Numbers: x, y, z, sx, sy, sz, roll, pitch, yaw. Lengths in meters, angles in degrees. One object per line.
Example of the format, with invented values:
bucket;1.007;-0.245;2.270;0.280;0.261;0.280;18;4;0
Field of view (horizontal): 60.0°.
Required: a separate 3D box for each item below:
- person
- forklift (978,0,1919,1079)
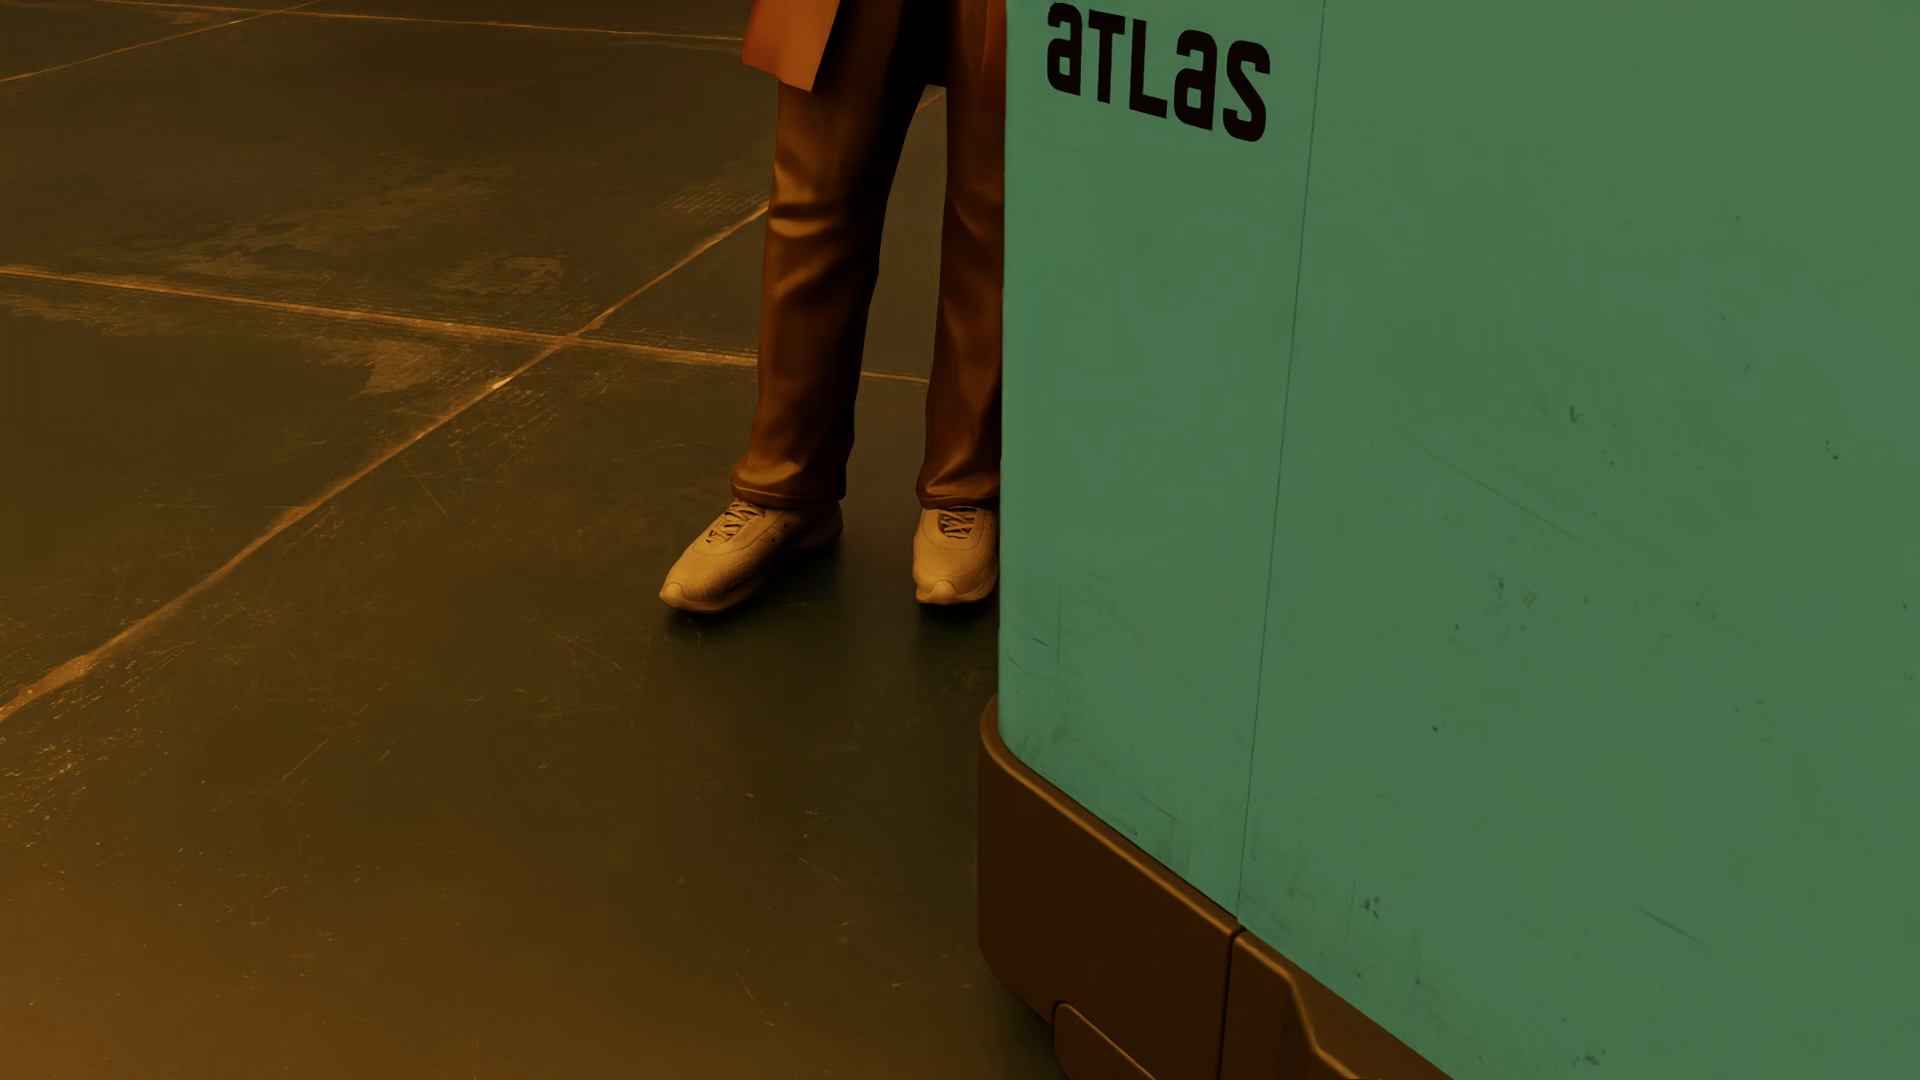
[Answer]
person;-0.033;-0.758;2.015;0.696;1.775;0.576;8;28;16
forklift;1.305;-0.465;0.187;1.130;2.935;3.031;-19;33;-32
